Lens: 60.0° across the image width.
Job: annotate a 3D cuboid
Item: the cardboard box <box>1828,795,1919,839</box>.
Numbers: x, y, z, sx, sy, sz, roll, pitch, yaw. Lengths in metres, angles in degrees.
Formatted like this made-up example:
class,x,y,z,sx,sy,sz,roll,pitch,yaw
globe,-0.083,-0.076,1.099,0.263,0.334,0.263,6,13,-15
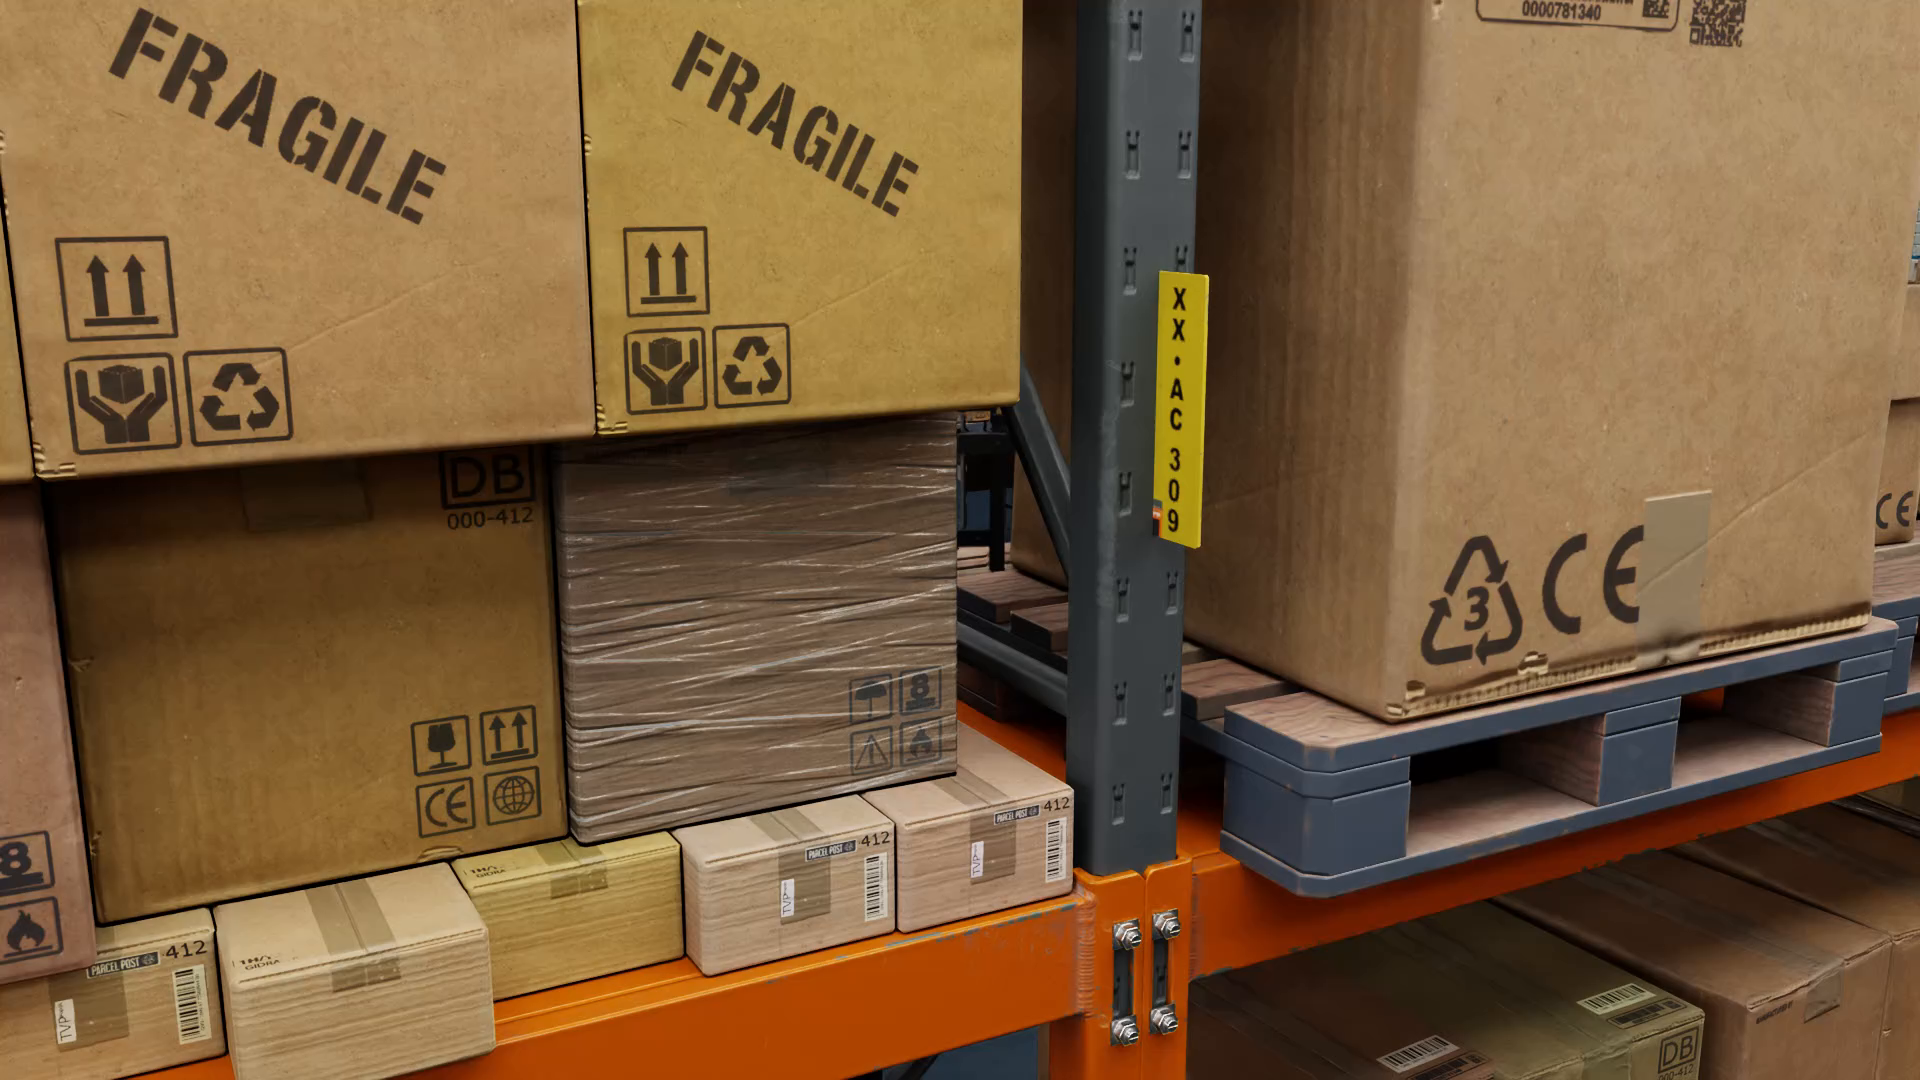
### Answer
class,x,y,z,sx,sy,sz,roll,pitch,yaw
cardboard box,2.448,0.881,4.056,0.500,0.500,0.700,-8,15,-33

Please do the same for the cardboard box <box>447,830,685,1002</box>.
class,x,y,z,sx,sy,sz,roll,pitch,yaw
cardboard box,-0.524,0.402,2.062,0.250,0.149,0.380,-7,14,-28

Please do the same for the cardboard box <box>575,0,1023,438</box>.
class,x,y,z,sx,sy,sz,roll,pitch,yaw
cardboard box,-0.267,-0.420,1.961,0.500,0.500,0.500,-7,14,-28

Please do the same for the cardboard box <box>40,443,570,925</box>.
class,x,y,z,sx,sy,sz,roll,pitch,yaw
cardboard box,-0.884,0.049,2.156,0.500,0.500,0.875,-7,14,-28

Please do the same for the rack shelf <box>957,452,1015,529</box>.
class,x,y,z,sx,sy,sz,roll,pitch,yaw
rack shelf,0.145,-0.346,10.113,0.480,0.518,0.431,-7,14,-28

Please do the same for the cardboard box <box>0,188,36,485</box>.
class,x,y,z,sx,sy,sz,roll,pitch,yaw
cardboard box,-1.145,-0.315,1.493,0.500,0.500,0.500,-7,14,-28

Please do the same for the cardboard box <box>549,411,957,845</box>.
class,x,y,z,sx,sy,sz,roll,pitch,yaw
cardboard box,-0.429,0.003,2.360,0.500,0.500,0.875,-7,14,-28

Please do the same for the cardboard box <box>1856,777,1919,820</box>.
class,x,y,z,sx,sy,sz,roll,pitch,yaw
cardboard box,2.473,0.514,3.979,0.500,0.250,0.500,-5,14,-22

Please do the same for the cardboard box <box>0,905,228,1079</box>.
class,x,y,z,sx,sy,sz,roll,pitch,yaw
cardboard box,-0.973,0.451,1.846,0.250,0.149,0.380,-7,14,-28

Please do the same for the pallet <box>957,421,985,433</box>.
class,x,y,z,sx,sy,sz,roll,pitch,yaw
pallet,-0.563,-0.880,13.538,1.213,0.211,1.003,-7,14,-28

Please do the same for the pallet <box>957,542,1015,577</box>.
class,x,y,z,sx,sy,sz,roll,pitch,yaw
pallet,0.435,0.220,8.649,1.213,0.211,1.003,-7,14,-28

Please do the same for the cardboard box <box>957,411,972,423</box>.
class,x,y,z,sx,sy,sz,roll,pitch,yaw
cardboard box,-0.243,-1.213,13.359,0.500,0.500,0.500,-7,15,-30

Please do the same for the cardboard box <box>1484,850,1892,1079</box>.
class,x,y,z,sx,sy,sz,roll,pitch,yaw
cardboard box,1.464,1.000,3.524,0.500,0.500,0.700,-8,15,-33

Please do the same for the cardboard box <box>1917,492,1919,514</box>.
class,x,y,z,sx,sy,sz,roll,pitch,yaw
cardboard box,2.173,-0.171,3.388,0.258,0.266,0.396,-7,15,-29

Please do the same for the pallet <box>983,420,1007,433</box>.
class,x,y,z,sx,sy,sz,roll,pitch,yaw
pallet,0.507,-1.007,14.104,1.213,0.211,1.003,-7,14,-28

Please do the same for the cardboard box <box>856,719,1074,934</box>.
class,x,y,z,sx,sy,sz,roll,pitch,yaw
cardboard box,-0.052,0.363,2.236,0.250,0.149,0.380,-7,14,-28

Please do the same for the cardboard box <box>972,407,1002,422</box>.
class,x,y,z,sx,sy,sz,roll,pitch,yaw
cardboard box,0.200,-1.265,13.589,0.500,0.500,0.500,-7,14,-29

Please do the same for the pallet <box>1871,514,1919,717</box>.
class,x,y,z,sx,sy,sz,roll,pitch,yaw
pallet,1.789,0.050,3.491,1.213,0.211,1.003,-7,14,-28

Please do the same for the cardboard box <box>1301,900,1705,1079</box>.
class,x,y,z,sx,sy,sz,roll,pitch,yaw
cardboard box,0.973,1.059,3.262,0.500,0.500,0.700,-7,14,-28

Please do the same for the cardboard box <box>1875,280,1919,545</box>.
class,x,y,z,sx,sy,sz,roll,pitch,yaw
cardboard box,1.473,-0.294,3.393,0.637,0.503,0.797,-5,14,-22

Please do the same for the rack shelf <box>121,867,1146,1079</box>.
class,x,y,z,sx,sy,sz,roll,pitch,yaw
rack shelf,-1.759,0.723,1.705,4.000,0.370,1.077,-7,14,-28

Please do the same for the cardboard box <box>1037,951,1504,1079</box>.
class,x,y,z,sx,sy,sz,roll,pitch,yaw
cardboard box,0.545,1.106,3.055,0.500,0.500,0.700,-8,15,-32

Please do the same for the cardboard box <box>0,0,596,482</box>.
class,x,y,z,sx,sy,sz,roll,pitch,yaw
cardboard box,-0.705,-0.367,1.726,0.500,0.500,0.500,-7,14,-28

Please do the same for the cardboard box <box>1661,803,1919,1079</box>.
class,x,y,z,sx,sy,sz,roll,pitch,yaw
cardboard box,1.953,0.941,3.785,0.500,0.500,0.700,-6,14,-23

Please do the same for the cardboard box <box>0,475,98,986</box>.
class,x,y,z,sx,sy,sz,roll,pitch,yaw
cardboard box,-1.275,0.121,1.836,0.500,0.500,0.875,-7,14,-28

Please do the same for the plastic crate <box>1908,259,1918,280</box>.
class,x,y,z,sx,sy,sz,roll,pitch,yaw
plastic crate,6.073,-1.731,11.104,0.530,0.282,0.437,-7,14,-28

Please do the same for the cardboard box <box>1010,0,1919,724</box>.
class,x,y,z,sx,sy,sz,roll,pitch,yaw
cardboard box,0.761,-0.393,2.700,1.000,1.000,1.000,-7,14,-27

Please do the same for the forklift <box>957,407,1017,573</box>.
class,x,y,z,sx,sy,sz,roll,pitch,yaw
forklift,-0.080,-0.593,6.070,3.031,2.935,1.130,-1,13,-4

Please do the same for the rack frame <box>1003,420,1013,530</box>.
class,x,y,z,sx,sy,sz,roll,pitch,yaw
rack frame,0.359,-1.067,10.070,0.015,2.100,0.400,-7,14,-28

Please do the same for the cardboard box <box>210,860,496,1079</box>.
class,x,y,z,sx,sy,sz,roll,pitch,yaw
cardboard box,-0.690,0.450,1.849,0.250,0.149,0.380,-7,14,-28

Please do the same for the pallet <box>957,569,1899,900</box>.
class,x,y,z,sx,sy,sz,roll,pitch,yaw
pallet,0.737,0.203,2.814,1.213,0.211,1.003,-7,14,-28

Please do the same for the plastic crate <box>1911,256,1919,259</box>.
class,x,y,z,sx,sy,sz,roll,pitch,yaw
plastic crate,7.203,-1.971,12.282,0.300,0.233,0.416,-7,14,-28

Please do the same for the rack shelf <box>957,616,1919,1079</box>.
class,x,y,z,sx,sy,sz,roll,pitch,yaw
rack shelf,1.752,0.302,3.574,4.000,0.370,1.077,-7,14,-28

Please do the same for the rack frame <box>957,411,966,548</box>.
class,x,y,z,sx,sy,sz,roll,pitch,yaw
rack frame,-0.069,-1.016,9.842,0.015,2.100,0.400,-7,14,-28

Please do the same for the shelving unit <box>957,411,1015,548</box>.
class,x,y,z,sx,sy,sz,roll,pitch,yaw
shelving unit,0.145,-1.042,9.956,0.503,2.100,0.431,-7,14,-28

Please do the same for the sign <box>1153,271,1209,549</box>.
class,x,y,z,sx,sy,sz,roll,pitch,yaw
sign,0.263,-0.157,2.004,0.005,0.325,0.100,-7,14,-28

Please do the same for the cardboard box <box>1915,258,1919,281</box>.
class,x,y,z,sx,sy,sz,roll,pitch,yaw
cardboard box,2.610,-0.371,3.740,0.500,0.500,0.700,-5,13,-20

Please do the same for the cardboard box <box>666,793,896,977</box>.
class,x,y,z,sx,sy,sz,roll,pitch,yaw
cardboard box,-0.276,0.388,2.127,0.250,0.149,0.380,-7,14,-28

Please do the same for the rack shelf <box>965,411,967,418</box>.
class,x,y,z,sx,sy,sz,roll,pitch,yaw
rack shelf,0.145,-1.028,9.959,0.480,0.518,0.431,-7,14,-28
